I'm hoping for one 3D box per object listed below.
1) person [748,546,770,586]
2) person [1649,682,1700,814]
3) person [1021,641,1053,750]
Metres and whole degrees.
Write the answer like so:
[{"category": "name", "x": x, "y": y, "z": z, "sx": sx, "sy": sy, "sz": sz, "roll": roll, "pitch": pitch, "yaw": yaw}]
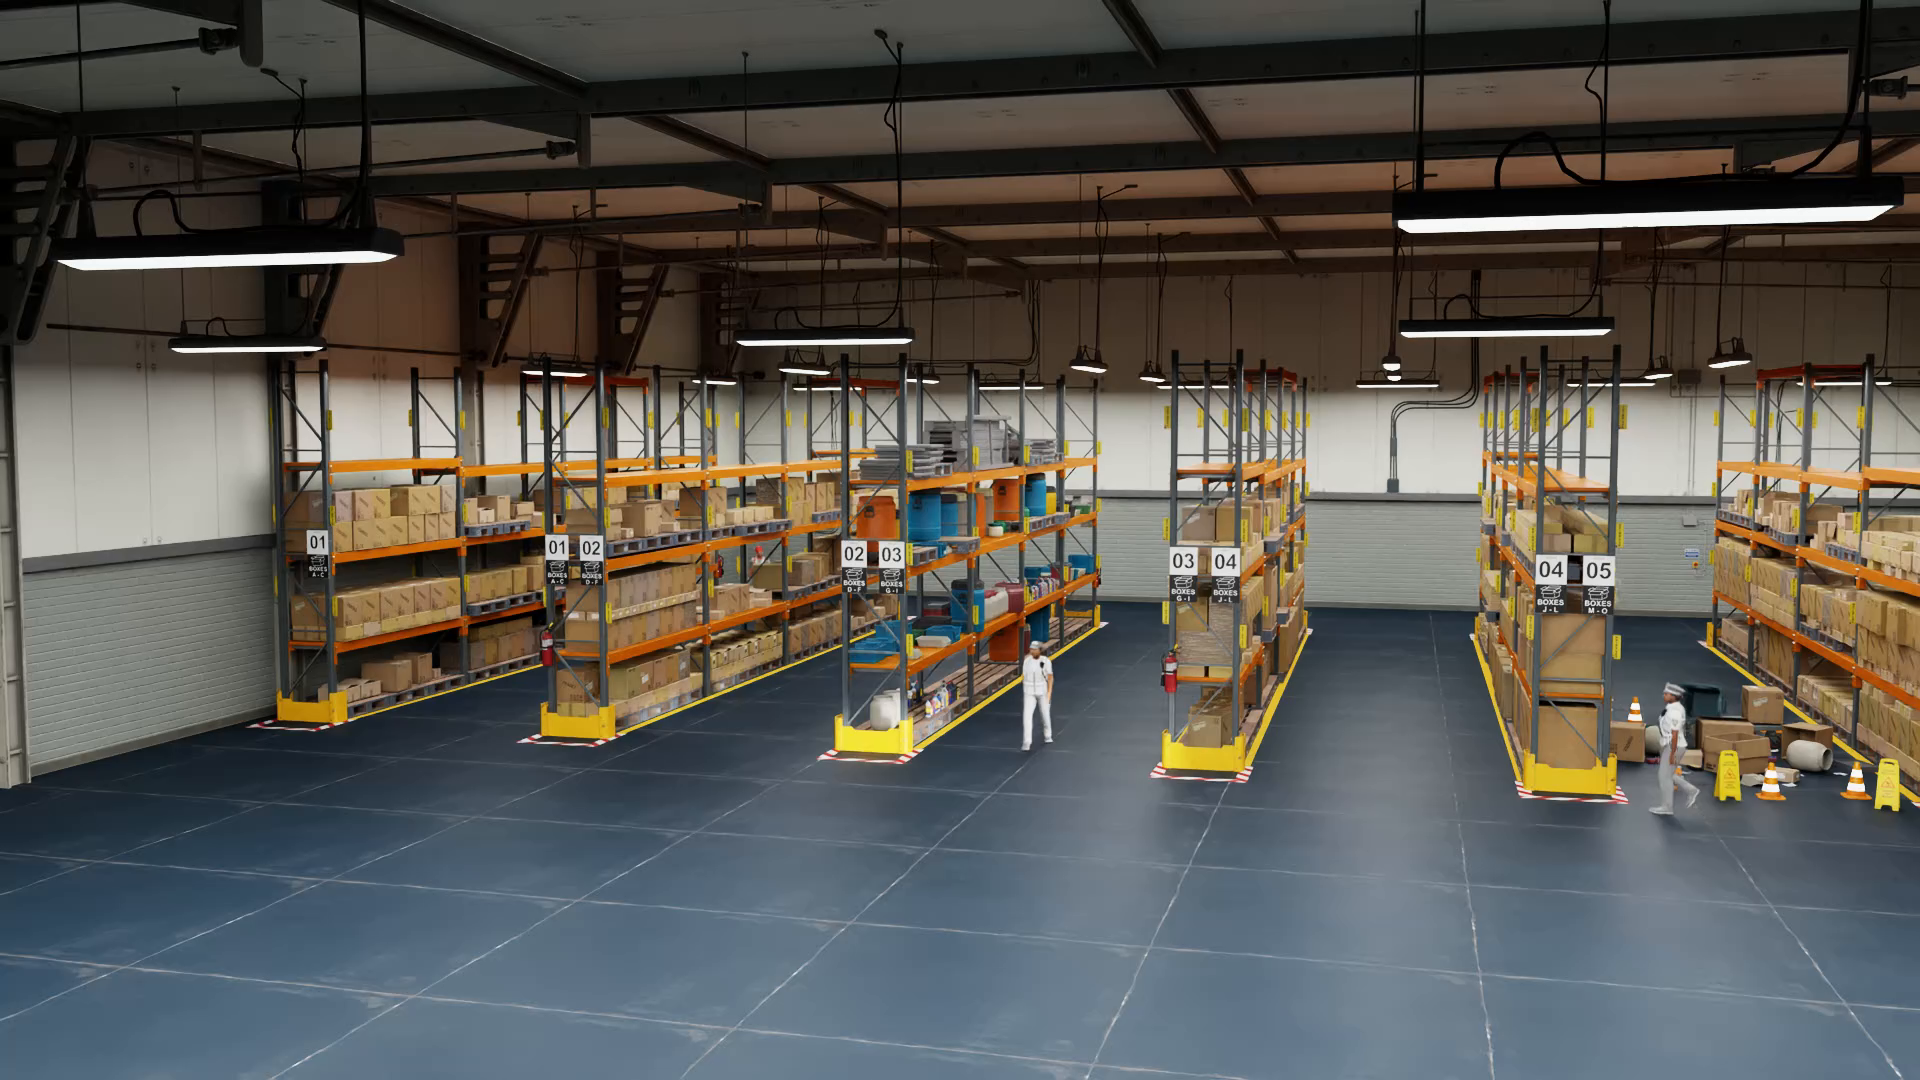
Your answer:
[{"category": "person", "x": -5.143, "y": 1.049, "z": 42.658, "sx": 0.651, "sy": 1.777, "sz": 0.897, "roll": 0, "pitch": 4, "yaw": -5}, {"category": "person", "x": 9.070, "y": 2.634, "z": 21.038, "sx": 0.619, "sy": 1.670, "sz": 0.455, "roll": 1, "pitch": 4, "yaw": 14}, {"category": "person", "x": 1.180, "y": 2.348, "z": 25.398, "sx": 0.506, "sy": 1.617, "sz": 0.950, "roll": 1, "pitch": 4, "yaw": 14}]
